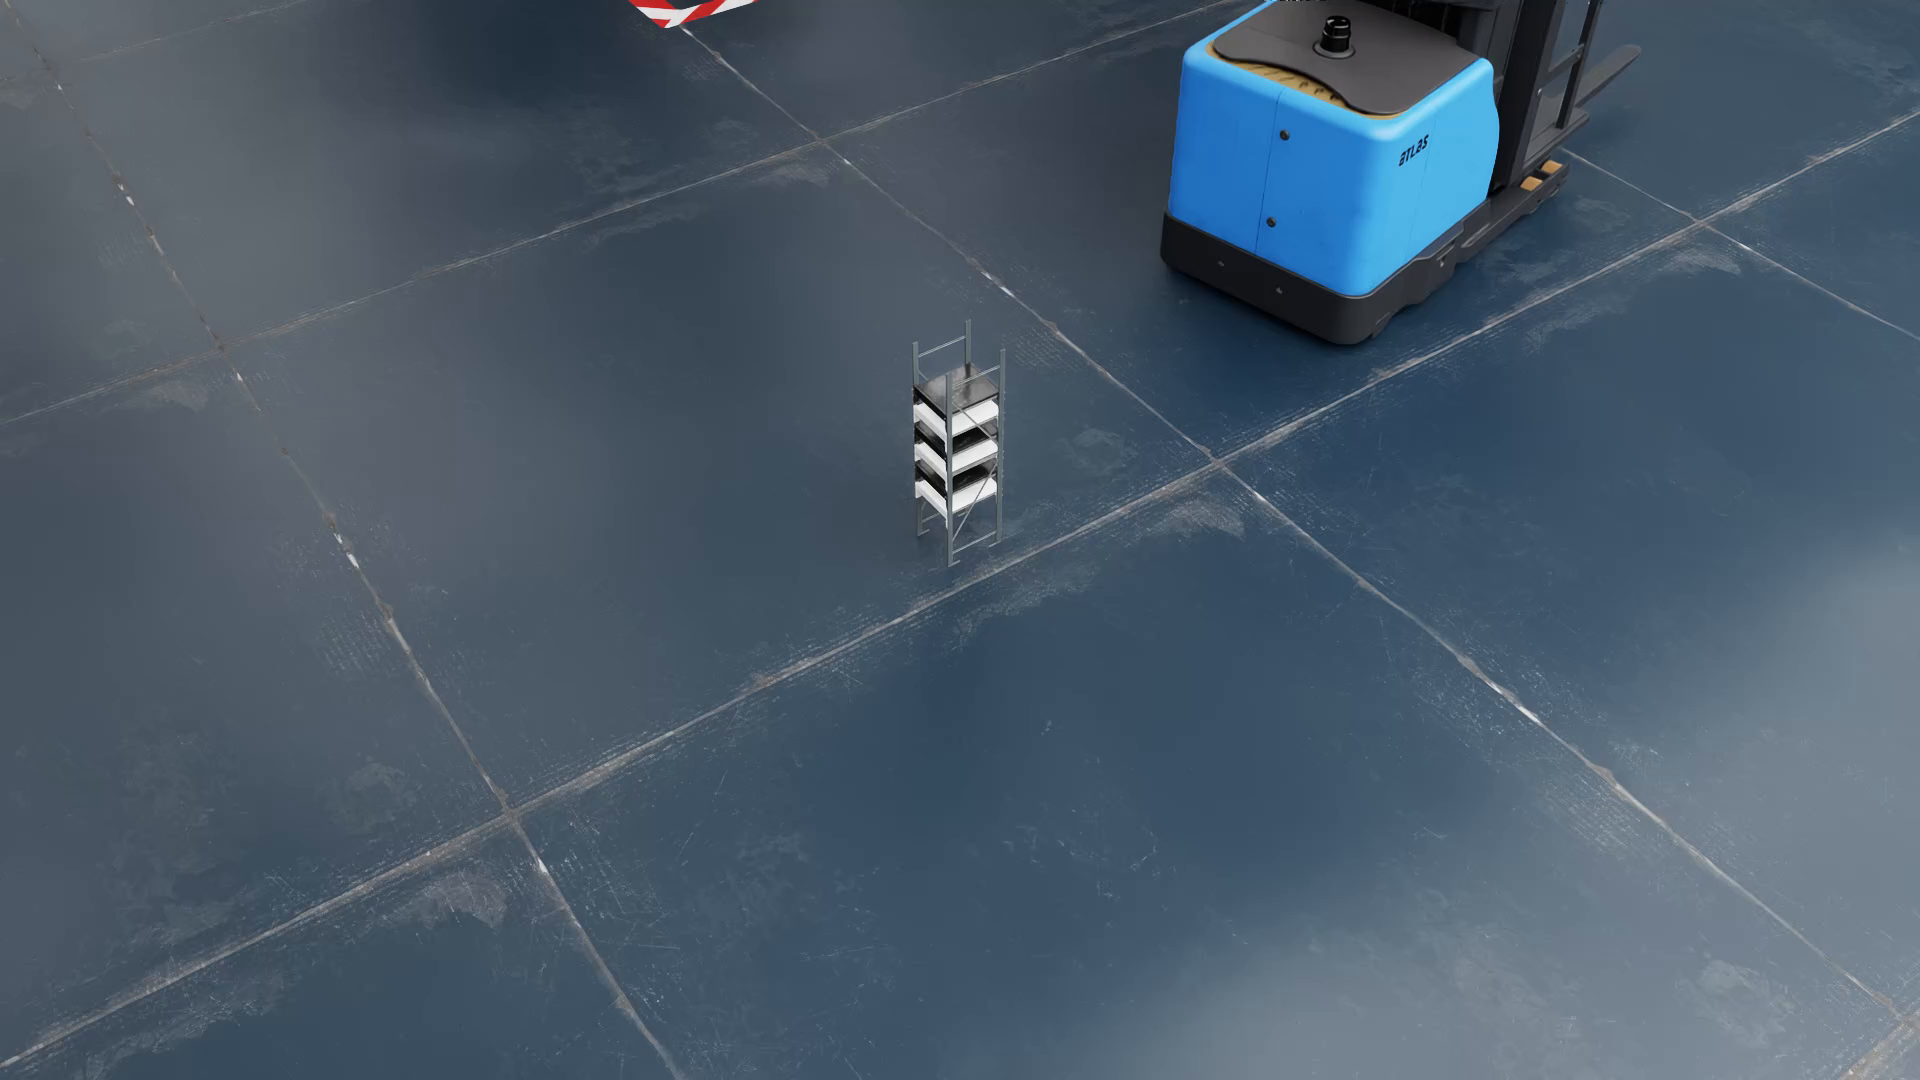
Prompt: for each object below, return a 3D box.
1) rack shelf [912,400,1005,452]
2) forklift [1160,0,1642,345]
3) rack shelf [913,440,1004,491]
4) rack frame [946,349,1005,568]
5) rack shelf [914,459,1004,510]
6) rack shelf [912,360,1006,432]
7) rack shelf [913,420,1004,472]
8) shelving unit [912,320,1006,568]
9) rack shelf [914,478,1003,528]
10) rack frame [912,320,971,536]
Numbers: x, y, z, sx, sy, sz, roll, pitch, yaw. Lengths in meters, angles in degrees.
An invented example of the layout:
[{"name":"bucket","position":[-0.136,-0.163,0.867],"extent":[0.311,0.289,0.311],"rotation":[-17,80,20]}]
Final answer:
[{"name":"rack shelf","position":[-0.005,-0.436,5.843],"extent":[0.258,0.077,0.200],"rotation":[-26,49,-24]},{"name":"forklift","position":[2.261,-2.819,7.080],"extent":[1.130,2.935,3.031],"rotation":[32,52,29]},{"name":"rack shelf","position":[-0.005,-0.306,5.967],"extent":[0.258,0.077,0.200],"rotation":[-26,49,-24]},{"name":"rack frame","position":[0.054,-0.273,5.884],"extent":[0.240,0.900,0.006],"rotation":[-26,49,-24]},{"name":"rack shelf","position":[-0.005,-0.241,6.029],"extent":[0.258,0.077,0.200],"rotation":[-26,49,-24]},{"name":"rack shelf","position":[-0.005,-0.501,5.781],"extent":[0.258,0.077,0.200],"rotation":[-26,49,-24]},{"name":"rack shelf","position":[-0.005,-0.371,5.905],"extent":[0.258,0.077,0.200],"rotation":[-26,49,-24]},{"name":"shelving unit","position":[-0.005,-0.330,5.944],"extent":[0.258,0.900,0.210],"rotation":[-26,49,-24]},{"name":"rack shelf","position":[-0.005,-0.176,6.091],"extent":[0.258,0.077,0.200],"rotation":[-26,49,-24]},{"name":"rack frame","position":[-0.063,-0.388,6.004],"extent":[0.240,0.900,0.006],"rotation":[-26,49,-24]}]
